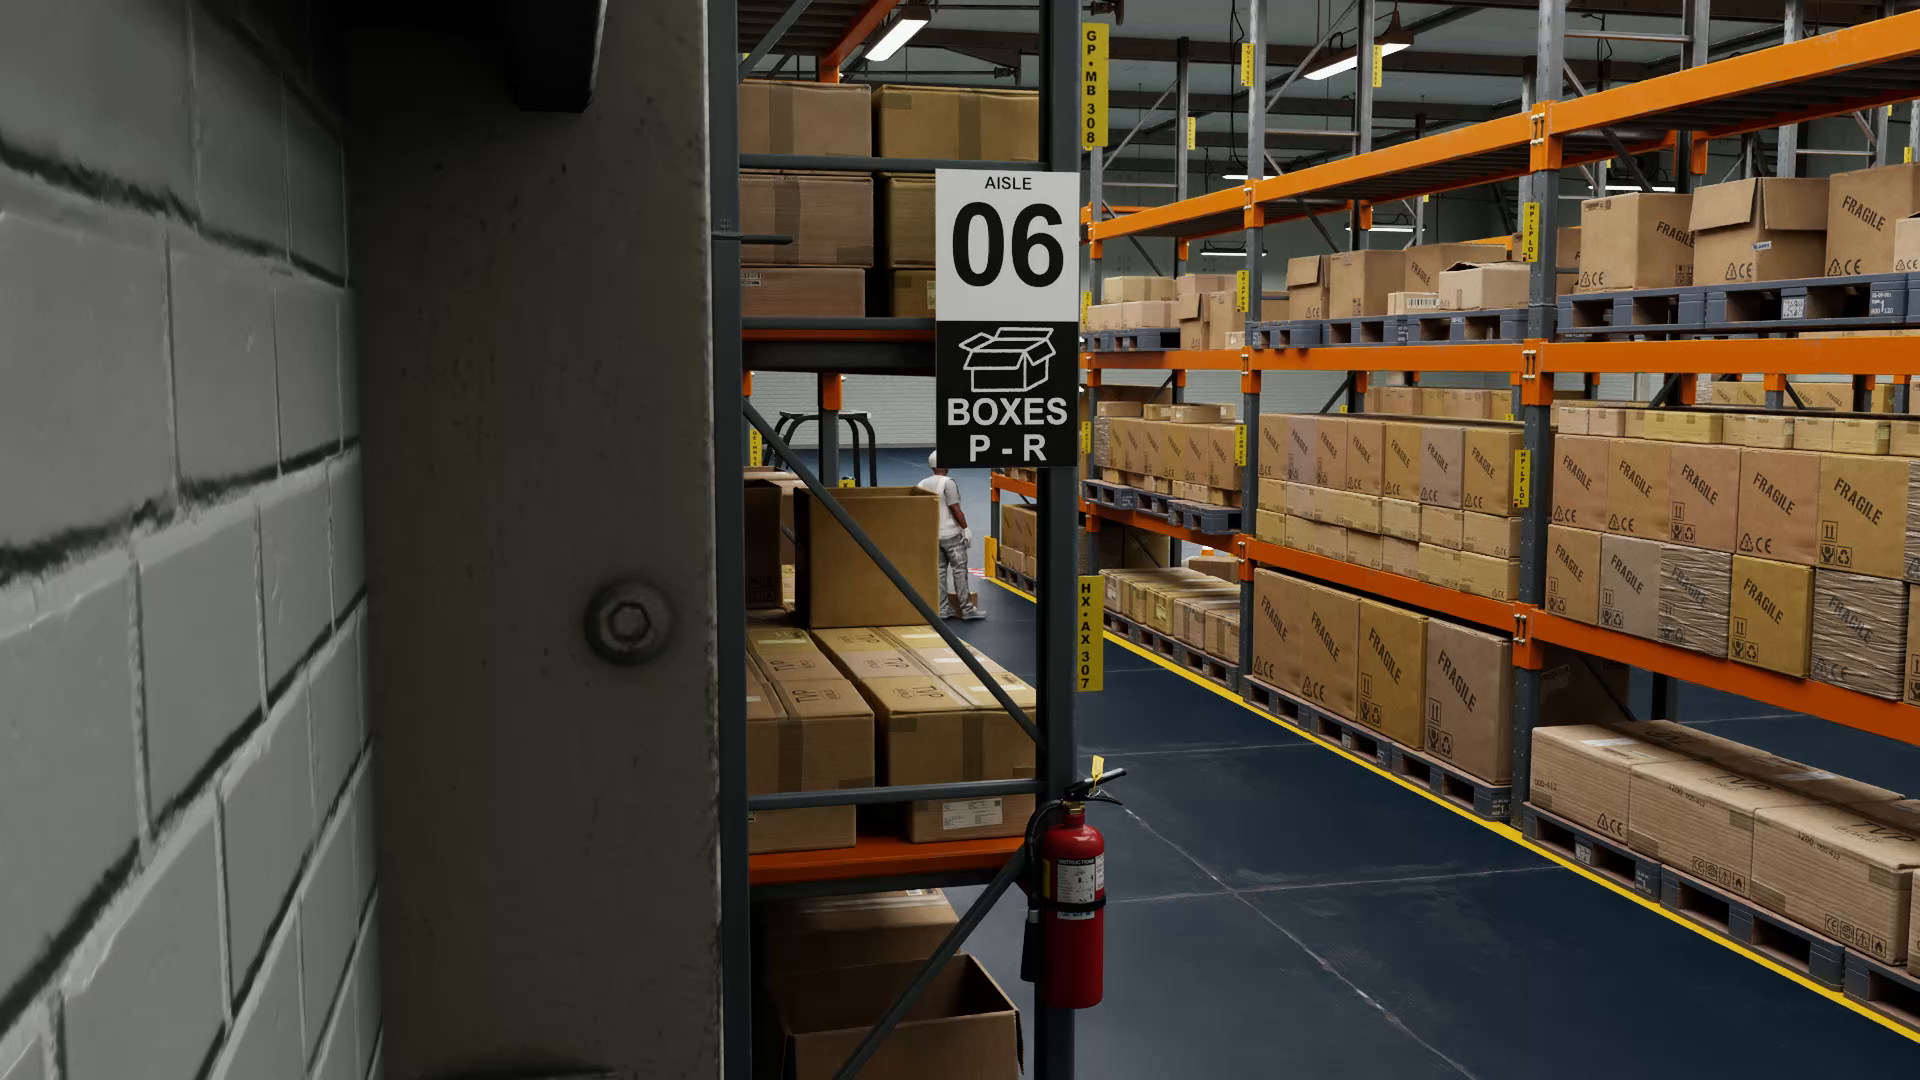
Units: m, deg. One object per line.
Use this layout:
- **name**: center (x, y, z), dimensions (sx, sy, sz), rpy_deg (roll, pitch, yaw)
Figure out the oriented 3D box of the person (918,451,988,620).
- **person**: center (-0.103, -0.063, 17.573), dimensions (0.657, 1.783, 0.577), rpy_deg (6, 8, 44)
